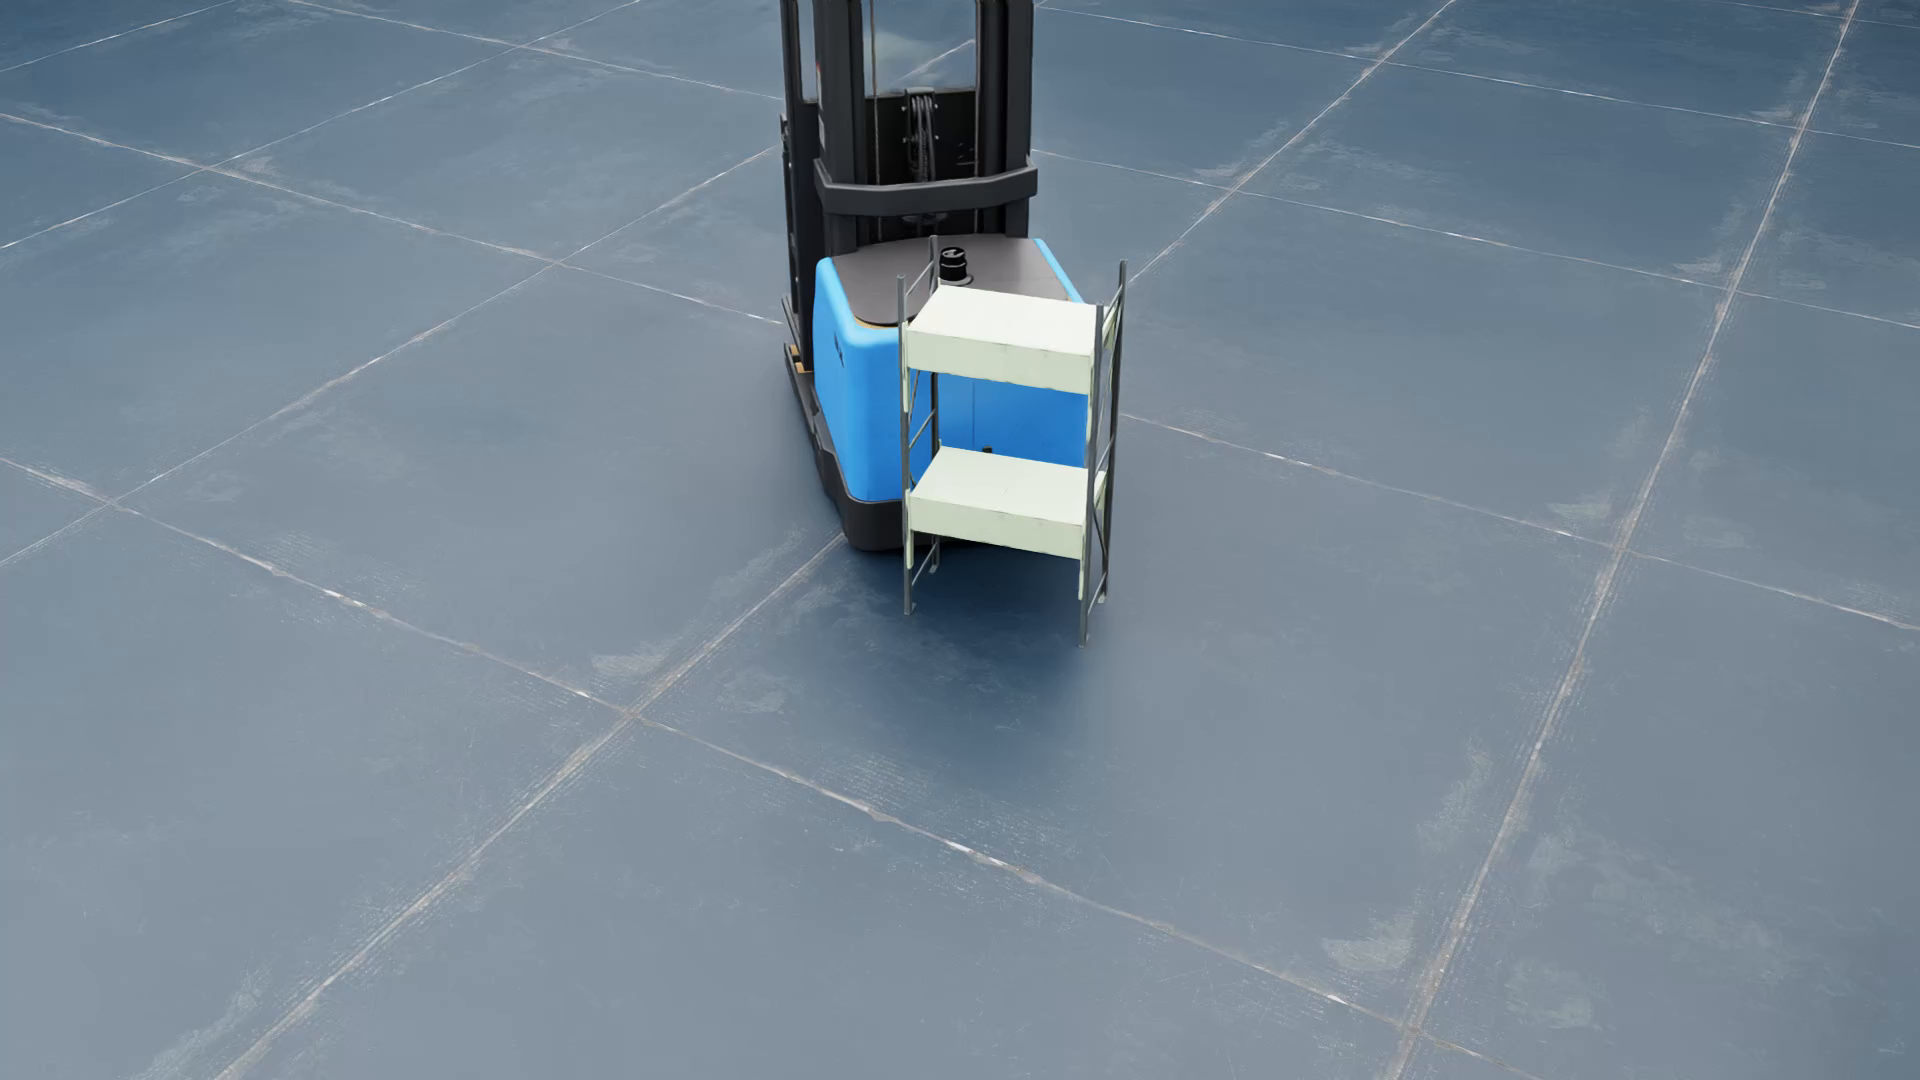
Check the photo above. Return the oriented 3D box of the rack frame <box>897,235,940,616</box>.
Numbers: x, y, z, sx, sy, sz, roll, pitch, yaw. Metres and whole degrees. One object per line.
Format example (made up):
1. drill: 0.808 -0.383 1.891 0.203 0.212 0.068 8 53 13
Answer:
1. rack frame: -0.156 -0.420 6.527 0.023 1.500 0.400 10 35 14

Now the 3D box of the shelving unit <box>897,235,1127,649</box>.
1. shelving unit: 0.193 -0.359 6.436 0.755 1.500 0.431 10 35 14

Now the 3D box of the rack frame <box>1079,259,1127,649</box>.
1. rack frame: 0.542 -0.298 6.345 0.023 1.500 0.400 10 35 14

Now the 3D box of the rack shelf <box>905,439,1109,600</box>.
1. rack shelf: 0.193 -0.088 6.617 0.720 0.370 0.431 10 35 14

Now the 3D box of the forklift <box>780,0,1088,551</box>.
1. forklift: -0.278 -1.984 7.585 1.130 2.935 3.031 -7 34 -11

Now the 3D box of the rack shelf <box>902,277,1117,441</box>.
1. rack shelf: 0.193 -0.684 6.220 0.720 0.370 0.431 10 35 14
